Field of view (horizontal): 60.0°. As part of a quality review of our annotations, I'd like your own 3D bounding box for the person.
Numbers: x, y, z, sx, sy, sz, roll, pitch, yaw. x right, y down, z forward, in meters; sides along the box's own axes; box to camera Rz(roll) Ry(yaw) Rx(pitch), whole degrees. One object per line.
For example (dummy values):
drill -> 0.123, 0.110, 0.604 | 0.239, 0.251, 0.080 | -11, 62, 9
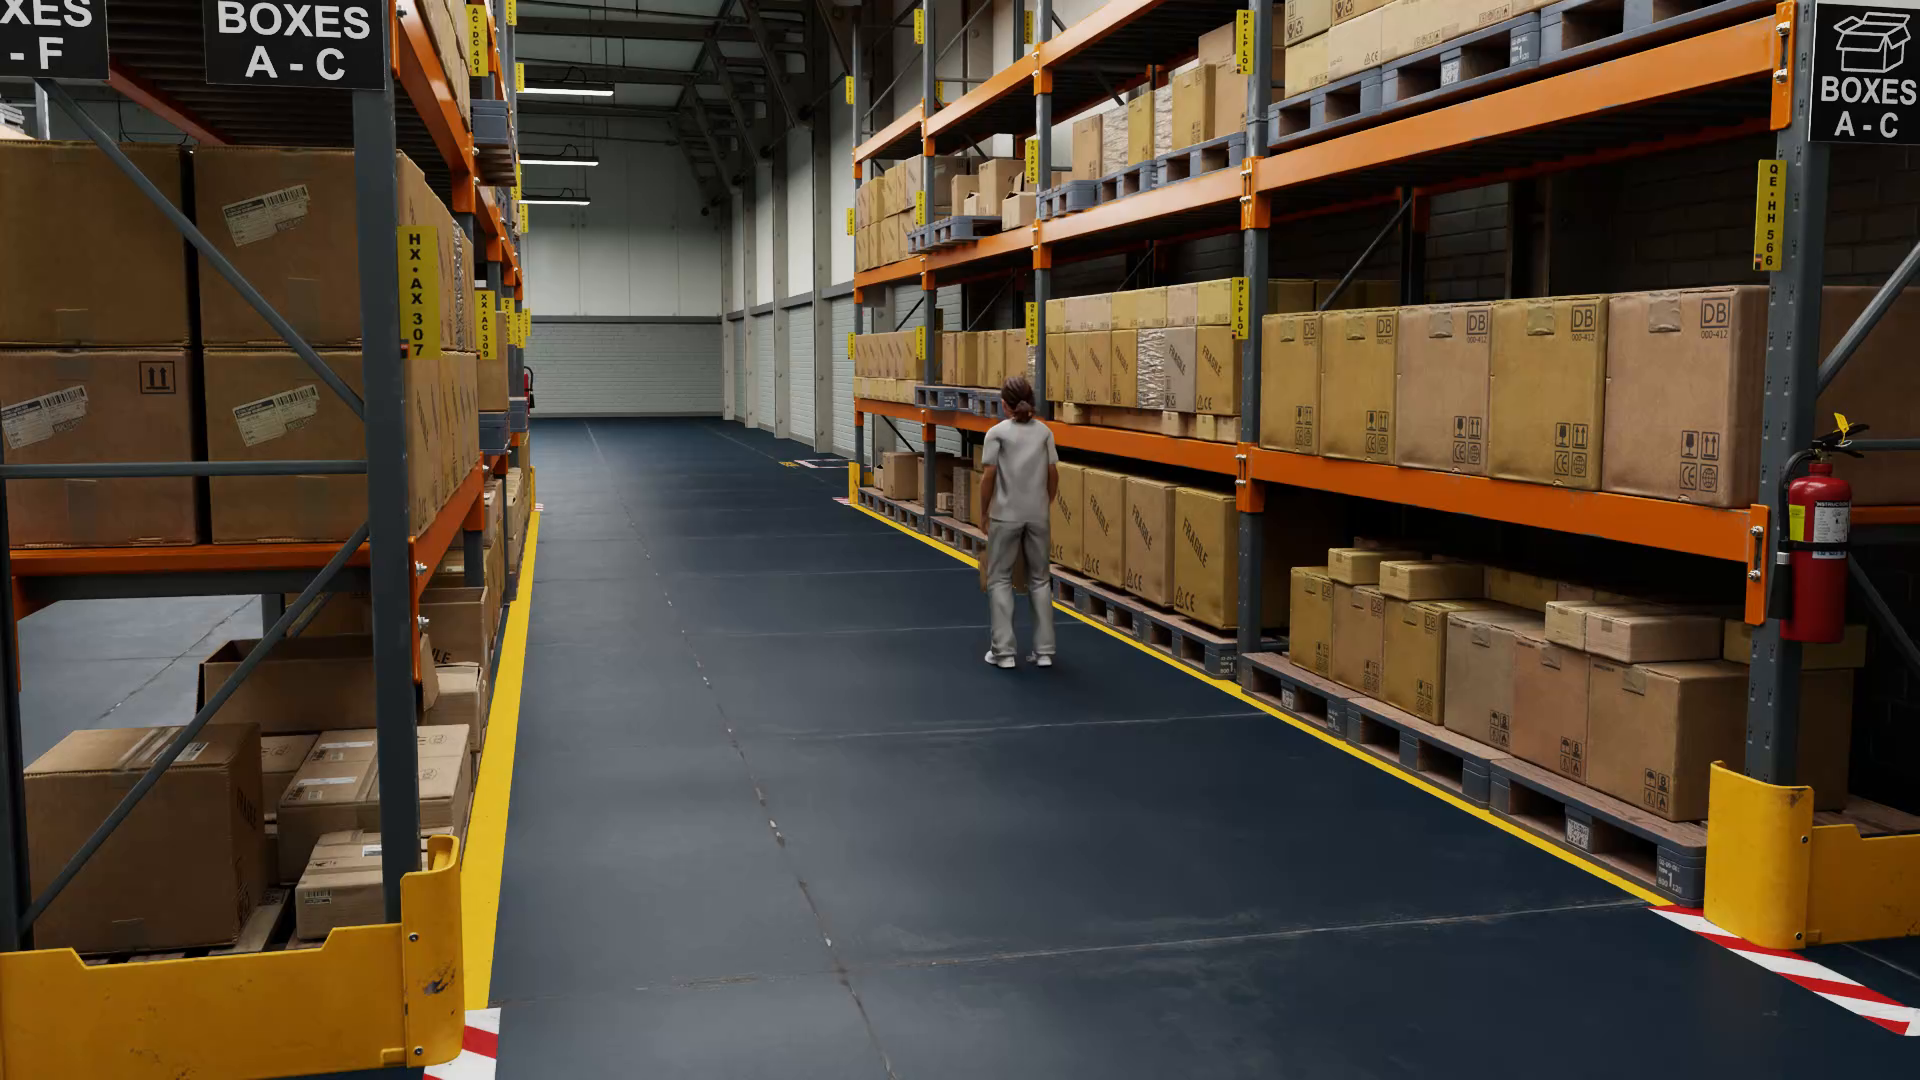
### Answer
person -> 0.339, -0.106, 9.605 | 0.474, 1.676, 0.362 | -2, 6, -15
